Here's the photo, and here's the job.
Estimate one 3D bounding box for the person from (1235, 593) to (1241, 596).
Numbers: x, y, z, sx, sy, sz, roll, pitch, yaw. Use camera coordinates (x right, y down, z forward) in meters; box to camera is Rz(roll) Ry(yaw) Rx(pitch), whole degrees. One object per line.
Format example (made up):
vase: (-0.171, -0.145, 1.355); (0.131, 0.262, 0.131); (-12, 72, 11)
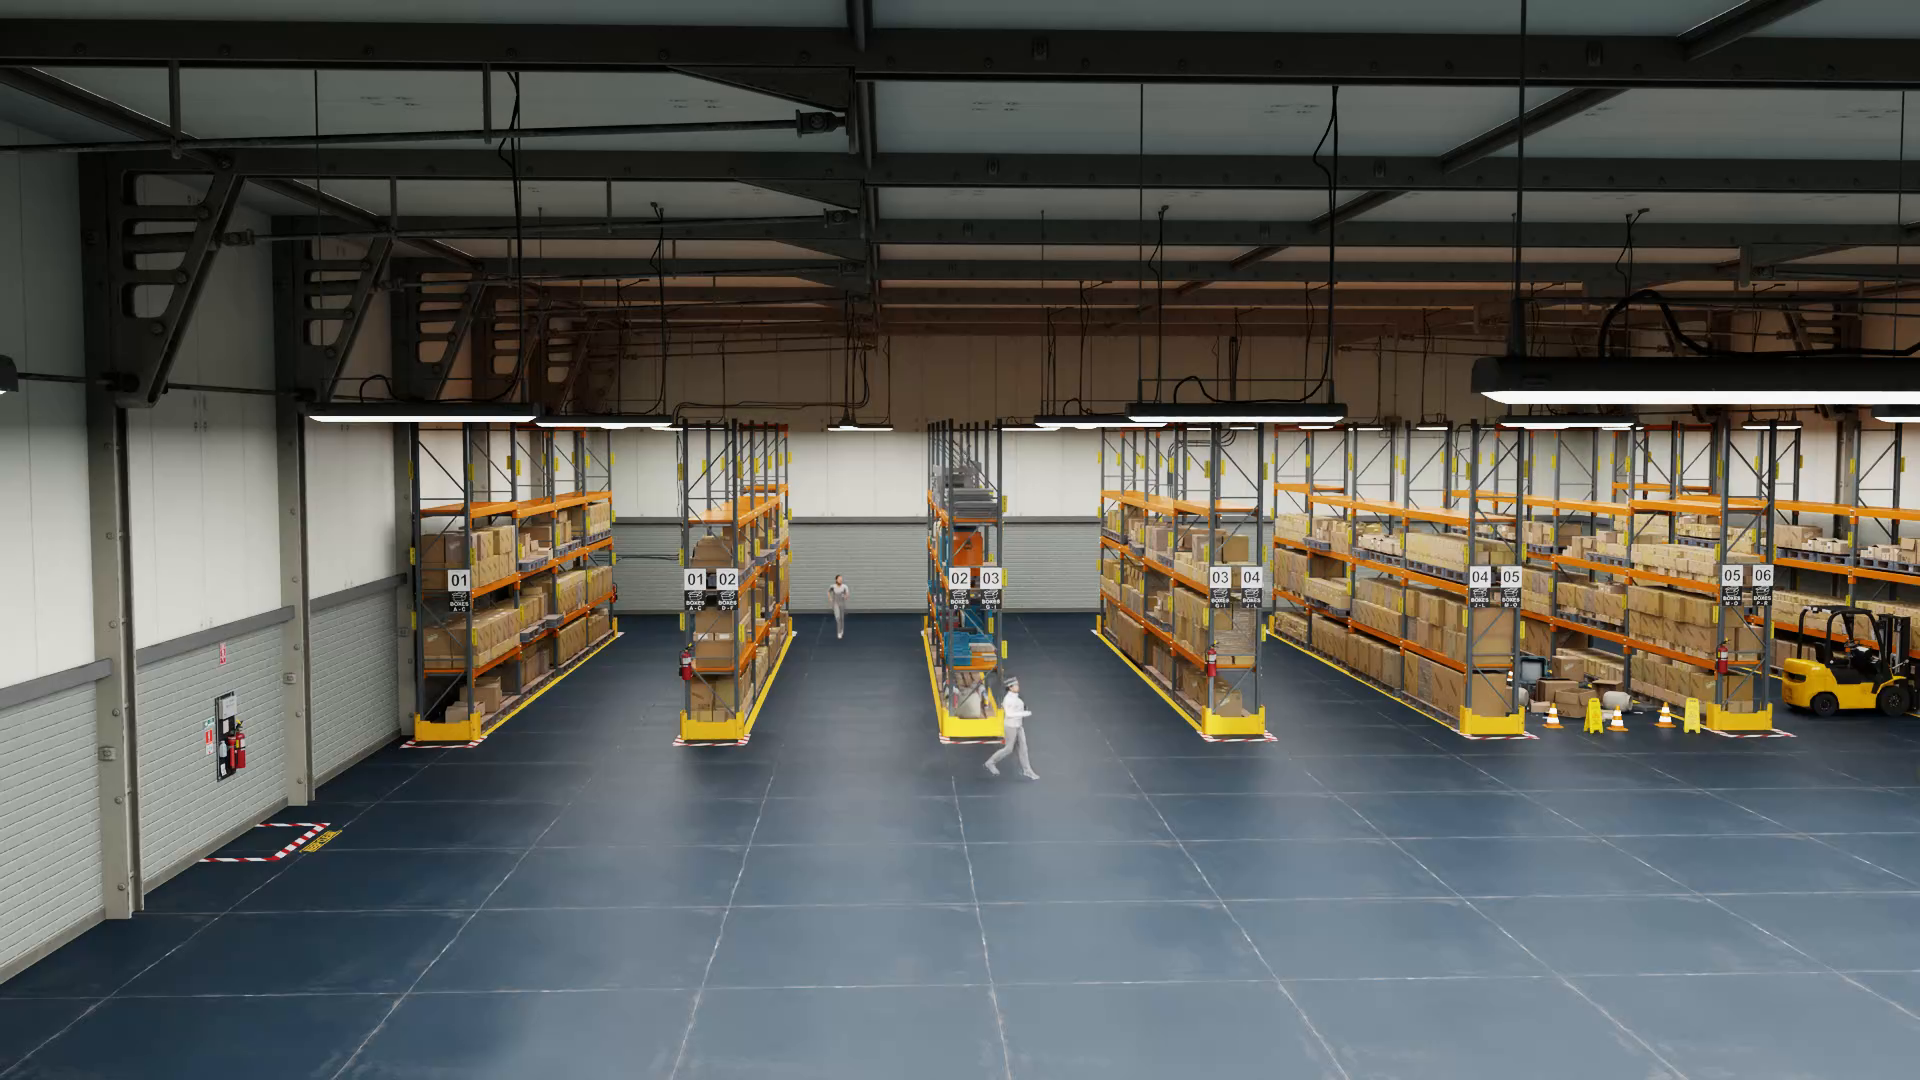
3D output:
person: (7.727, 1.911, 46.677); (0.592, 1.714, 0.845); (0, 4, 7)

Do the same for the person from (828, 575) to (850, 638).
person: (-3.262, 1.769, 44.759); (0.581, 1.667, 0.895); (-1, 4, -11)

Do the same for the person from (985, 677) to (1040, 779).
person: (0.868, 3.095, 27.450); (0.920, 1.701, 0.612); (1, 4, 19)

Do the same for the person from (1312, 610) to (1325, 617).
person: (10.388, 1.760, 48.611); (0.562, 1.707, 0.723); (3, 5, 43)
